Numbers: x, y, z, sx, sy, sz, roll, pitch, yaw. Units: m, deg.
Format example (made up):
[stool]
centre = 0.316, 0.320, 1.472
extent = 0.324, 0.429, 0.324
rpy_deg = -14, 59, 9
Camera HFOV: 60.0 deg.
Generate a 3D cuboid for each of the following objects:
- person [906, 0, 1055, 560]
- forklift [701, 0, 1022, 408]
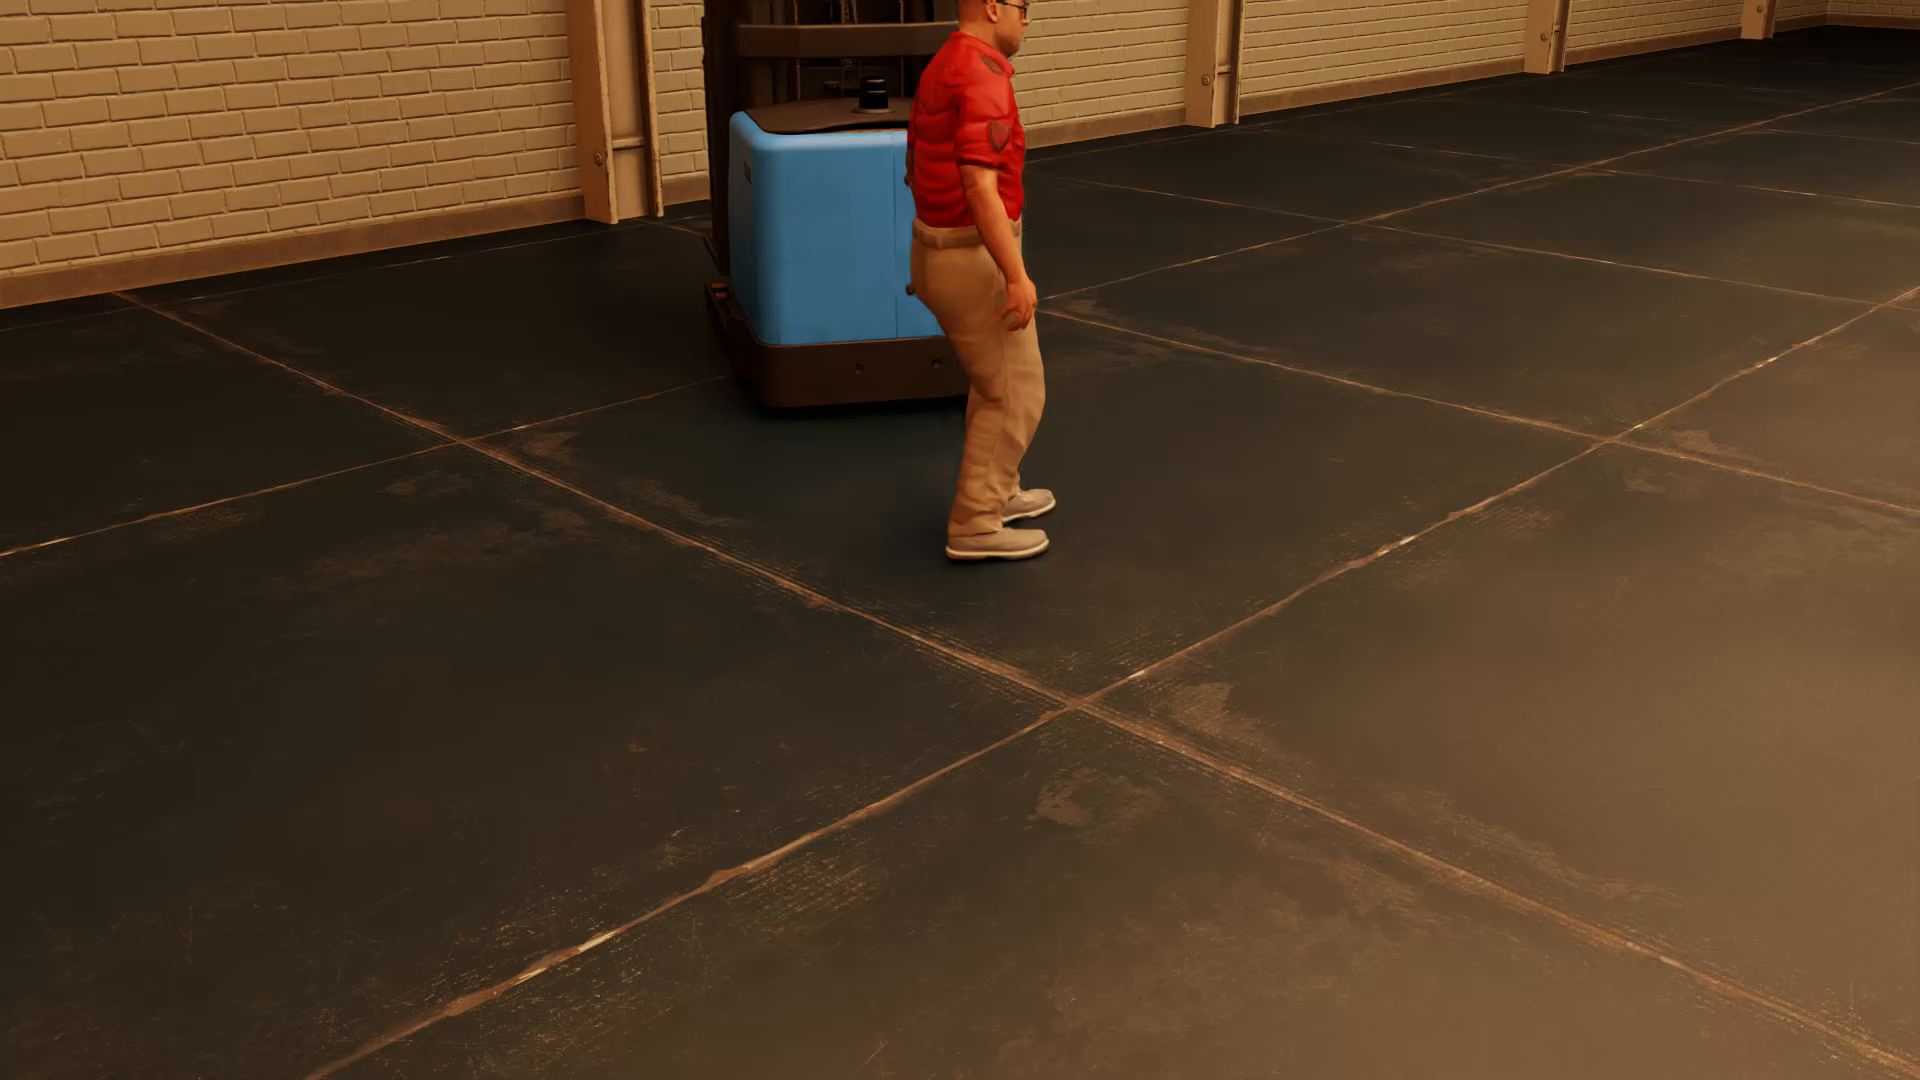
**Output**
[person]
centre = 0.121, -0.808, 4.938
extent = 0.504, 1.711, 0.637
rpy_deg = -6, 22, -15
[forklift]
centre = -0.592, -2.373, 7.240
extent = 1.130, 2.935, 3.031
rpy_deg = -5, 22, -13
